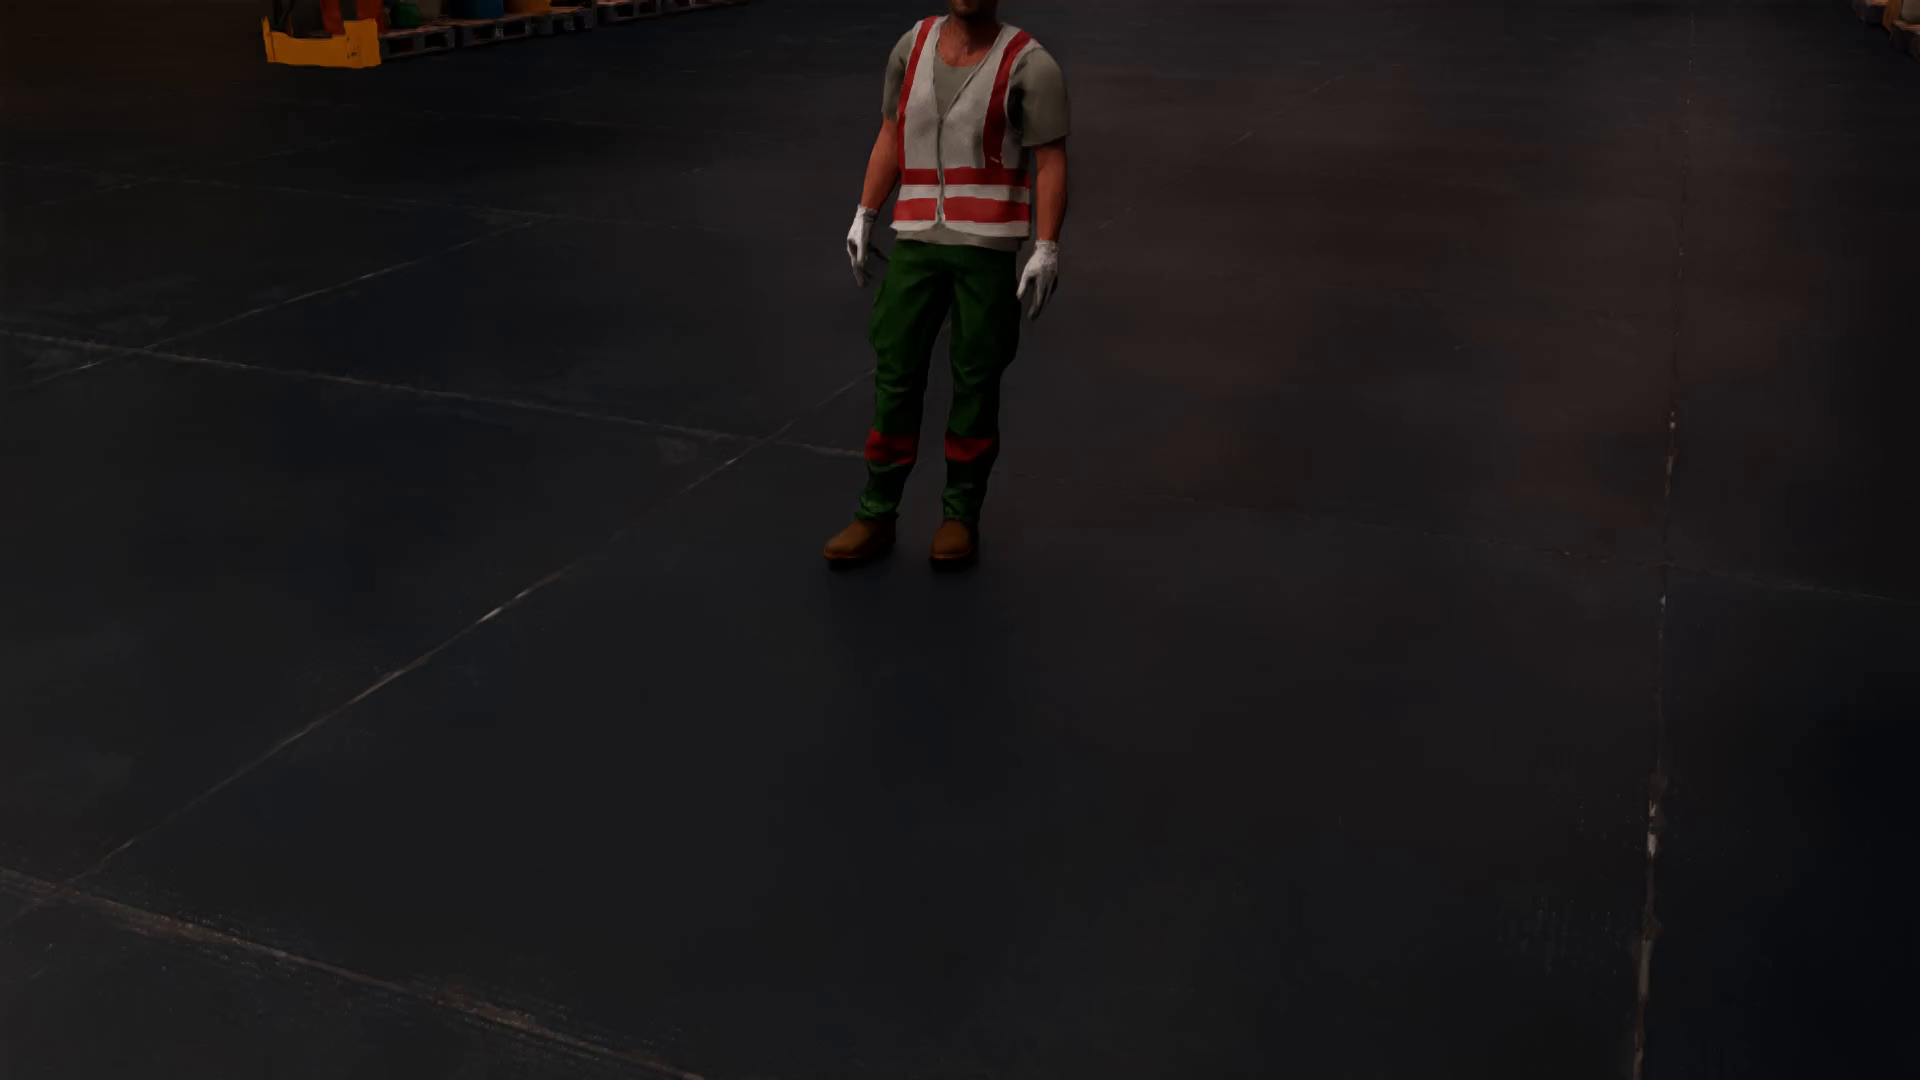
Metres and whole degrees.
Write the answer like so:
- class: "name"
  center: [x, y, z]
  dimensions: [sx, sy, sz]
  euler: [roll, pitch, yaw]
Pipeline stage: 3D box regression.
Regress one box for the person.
- class: "person"
  center: [-0.041, -0.805, 4.681]
  dimensions: [0.637, 1.787, 0.563]
  euler: [9, 24, 21]
